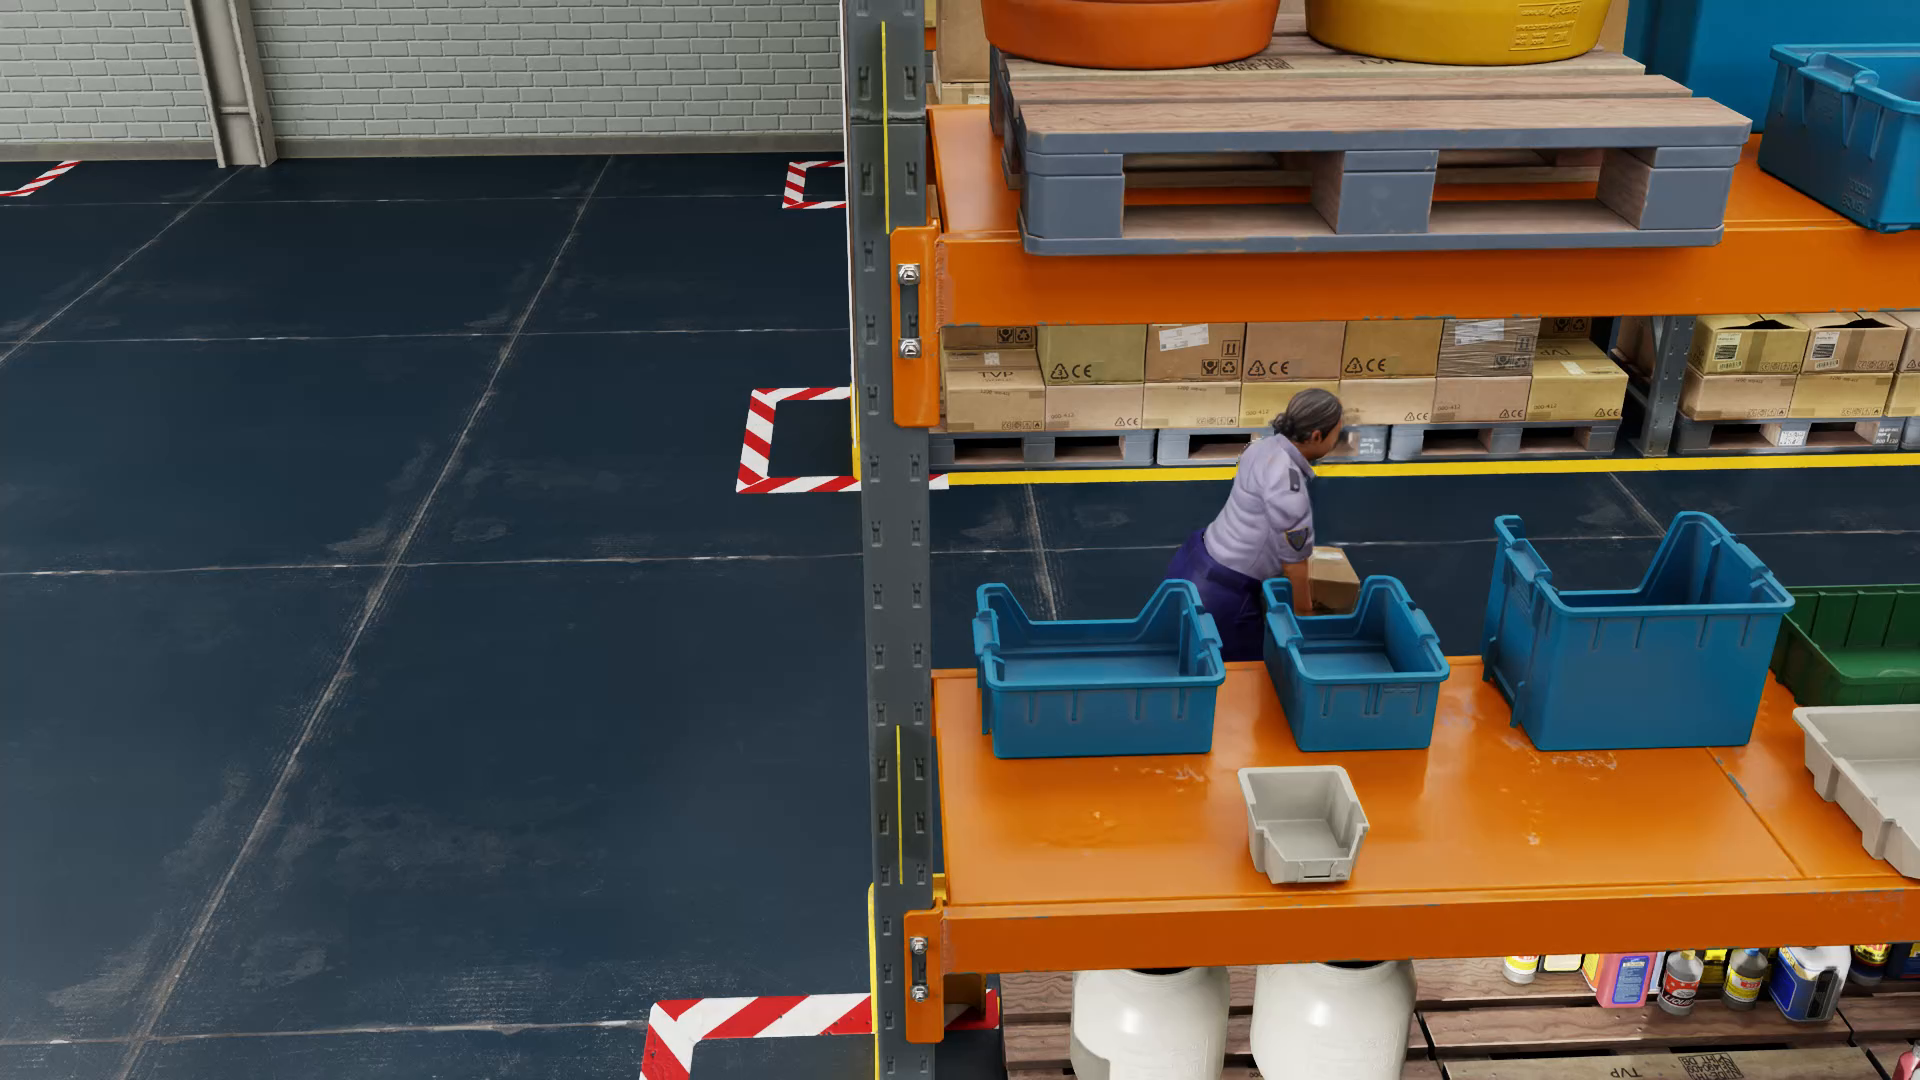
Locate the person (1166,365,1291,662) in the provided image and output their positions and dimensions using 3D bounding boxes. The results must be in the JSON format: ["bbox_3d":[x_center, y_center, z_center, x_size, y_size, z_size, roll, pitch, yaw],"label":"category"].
[{"bbox_3d":[0.937,0.178,5.790,0.330,1.652,0.555,-2,28,-4],"label":"person"}]
